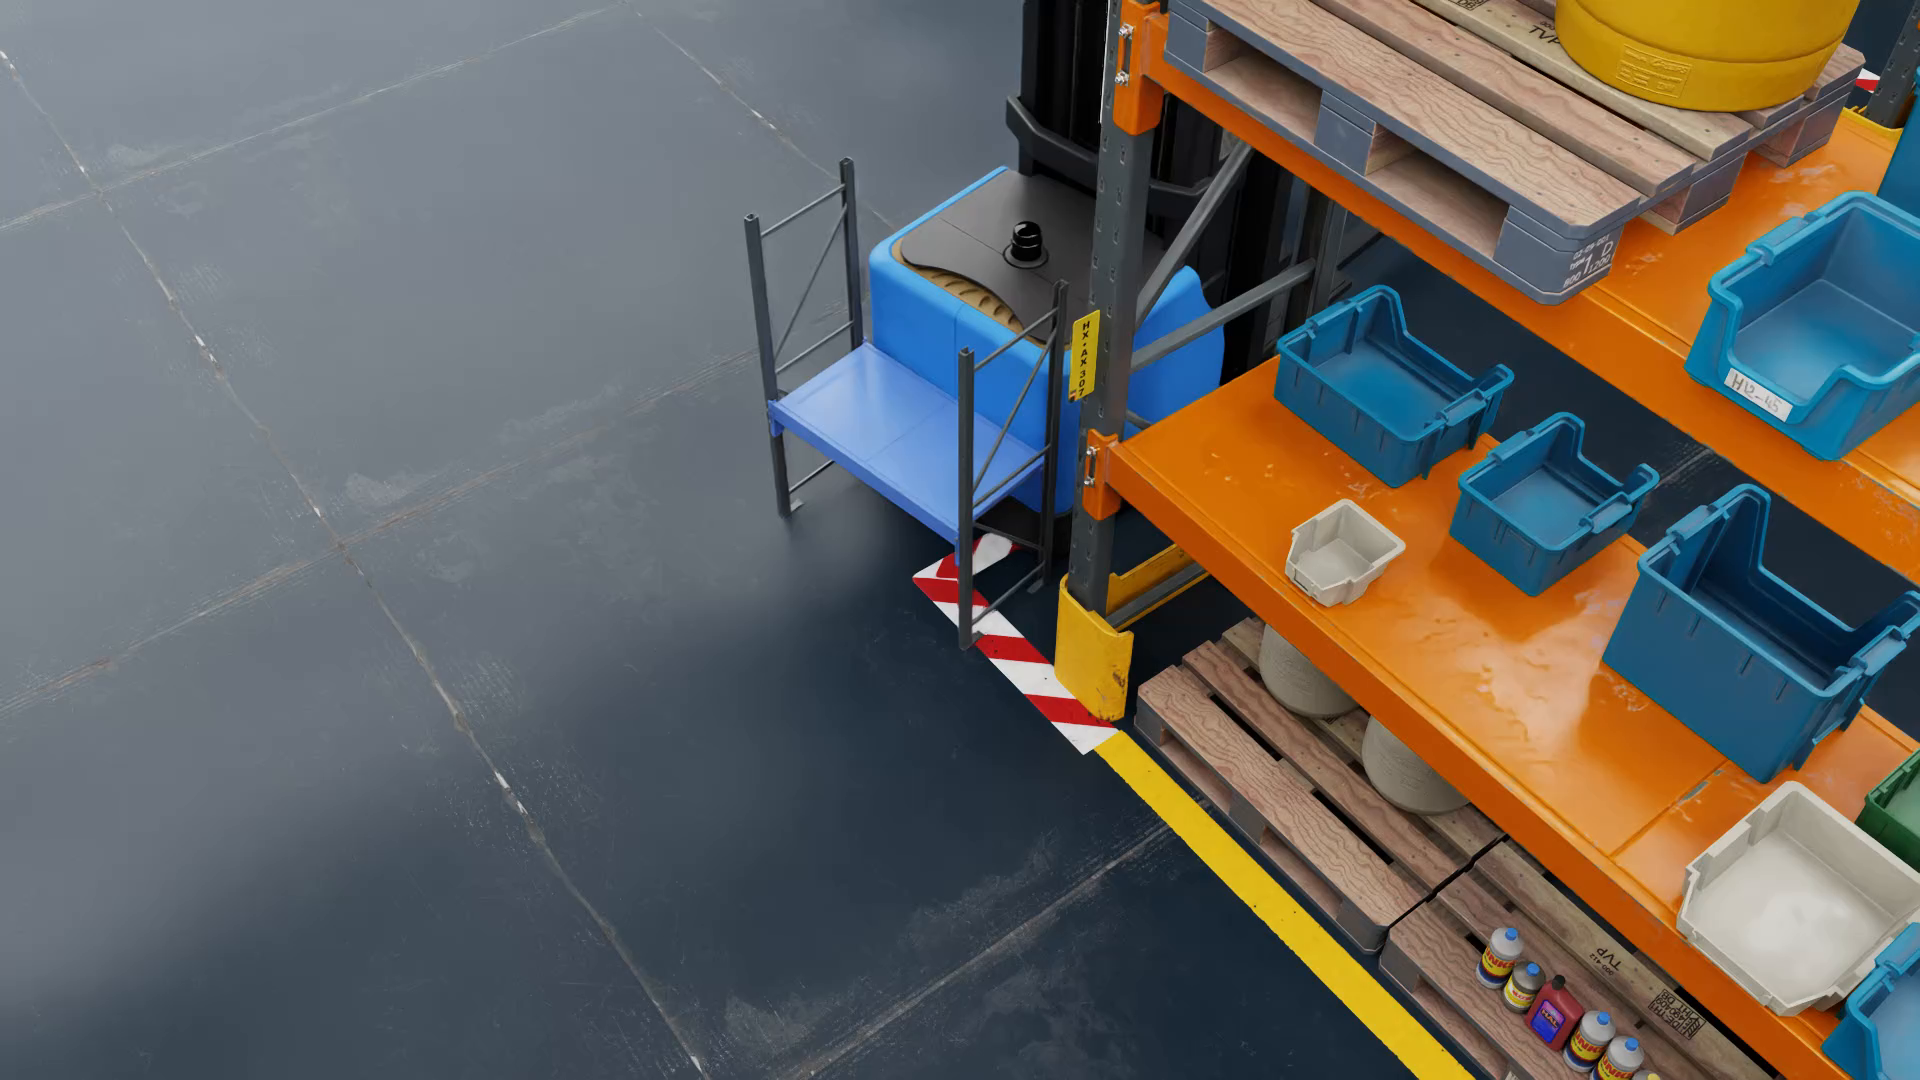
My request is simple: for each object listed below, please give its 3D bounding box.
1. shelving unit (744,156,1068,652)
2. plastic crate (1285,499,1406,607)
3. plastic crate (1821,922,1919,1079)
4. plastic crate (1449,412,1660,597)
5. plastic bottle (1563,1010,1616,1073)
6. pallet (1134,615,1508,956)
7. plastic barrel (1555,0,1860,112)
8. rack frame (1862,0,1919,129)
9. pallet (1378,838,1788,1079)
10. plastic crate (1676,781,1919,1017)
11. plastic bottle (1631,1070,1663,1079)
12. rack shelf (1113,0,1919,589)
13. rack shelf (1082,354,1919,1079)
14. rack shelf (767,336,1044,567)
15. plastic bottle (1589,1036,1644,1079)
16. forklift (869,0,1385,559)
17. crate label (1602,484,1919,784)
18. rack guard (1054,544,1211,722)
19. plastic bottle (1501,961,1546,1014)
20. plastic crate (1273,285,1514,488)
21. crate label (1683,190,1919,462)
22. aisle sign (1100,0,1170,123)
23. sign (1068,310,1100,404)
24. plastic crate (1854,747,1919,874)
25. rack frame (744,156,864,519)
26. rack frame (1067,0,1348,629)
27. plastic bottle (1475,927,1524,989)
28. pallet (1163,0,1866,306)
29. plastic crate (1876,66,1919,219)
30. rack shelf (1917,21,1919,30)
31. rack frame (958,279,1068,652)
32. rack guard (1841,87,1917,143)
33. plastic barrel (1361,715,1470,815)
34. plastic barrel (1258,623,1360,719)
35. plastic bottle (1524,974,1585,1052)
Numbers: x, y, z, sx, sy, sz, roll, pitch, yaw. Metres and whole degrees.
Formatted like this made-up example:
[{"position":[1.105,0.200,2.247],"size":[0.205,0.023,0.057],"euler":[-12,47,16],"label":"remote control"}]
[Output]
[{"position":[-0.194,-0.476,6.168],"size":[1.048,1.500,0.538],"euler":[35,57,27],"label":"shelving unit"},{"position":[1.102,0.057,4.851],"size":[0.298,0.136,0.250],"euler":[-29,54,-24],"label":"plastic crate"},{"position":[2.352,1.174,3.761],"size":[0.499,0.251,0.616],"euler":[-29,54,-24],"label":"plastic crate"},{"position":[1.746,-0.108,4.922],"size":[0.499,0.251,0.408],"euler":[-29,54,-24],"label":"plastic crate"},{"position":[1.873,1.476,4.931],"size":[0.097,0.271,0.097],"euler":[0,48,0],"label":"plastic bottle"},{"position":[1.387,0.738,5.938],"size":[1.003,0.211,1.213],"euler":[-29,54,-24],"label":"pallet"},{"position":[1.607,-1.301,3.468],"size":[0.600,0.588,0.600],"euler":[0,48,0],"label":"plastic barrel"},{"position":[4.760,-2.924,7.375],"size":[1.000,3.000,0.127],"euler":[-29,54,-24],"label":"rack frame"},{"position":[2.121,1.457,5.286],"size":[1.003,0.211,1.213],"euler":[-29,54,-24],"label":"pallet"},{"position":[2.053,0.899,4.087],"size":[0.530,0.136,0.437],"euler":[-29,54,-24],"label":"plastic crate"},{"position":[1.994,1.616,4.851],"size":[0.097,0.201,0.097],"euler":[0,48,0],"label":"plastic bottle"},{"position":[2.027,-0.291,3.449],"size":[1.077,0.370,4.000],"euler":[-29,54,-24],"label":"rack shelf"},{"position":[2.027,0.717,4.560],"size":[1.077,0.370,4.000],"euler":[-29,54,-24],"label":"rack shelf"},{"position":[-0.194,-0.355,6.301],"size":[1.000,0.185,0.538],"euler":[35,57,27],"label":"rack shelf"},{"position":[1.934,1.535,4.878],"size":[0.097,0.271,0.097],"euler":[0,48,0],"label":"plastic bottle"},{"position":[1.013,-1.909,6.501],"size":[1.130,2.935,3.031],"euler":[35,57,27],"label":"forklift"},{"position":[2.146,0.248,4.475],"size":[0.502,0.435,0.616],"euler":[-29,54,-24],"label":"crate label"},{"position":[0.899,0.159,6.267],"size":[1.175,0.500,0.348],"euler":[-29,54,-24],"label":"rack guard"},{"position":[1.728,1.358,5.085],"size":[0.097,0.201,0.097],"euler":[0,48,0],"label":"plastic bottle"},{"position":[1.357,-0.493,5.272],"size":[0.499,0.251,0.616],"euler":[-29,54,-24],"label":"plastic crate"},{"position":[1.686,-0.410,3.171],"size":[0.502,0.251,0.408],"euler":[-29,54,-24],"label":"crate label"},{"position":[0.539,-1.488,4.319],"size":[0.394,0.787,0.004],"euler":[-29,54,-24],"label":"aisle sign"},{"position":[0.375,-0.553,5.038],"size":[0.100,0.325,0.005],"euler":[-29,54,-24],"label":"sign"},{"position":[2.641,0.799,4.143],"size":[0.450,0.188,0.662],"euler":[-29,54,-24],"label":"plastic crate"},{"position":[-0.564,-0.734,6.402],"size":[0.032,1.500,0.500],"euler":[35,57,27],"label":"rack frame"},{"position":[0.816,-0.704,5.362],"size":[1.000,3.000,0.127],"euler":[-29,54,-24],"label":"rack frame"},{"position":[1.666,1.273,5.114],"size":[0.097,0.271,0.097],"euler":[0,48,0],"label":"plastic bottle"},{"position":[1.239,-1.116,3.839],"size":[1.003,0.211,1.213],"euler":[-29,54,-24],"label":"pallet"},{"position":[2.210,-0.717,3.360],"size":[0.392,0.384,0.575],"euler":[-29,54,-24],"label":"plastic crate"},{"position":[5.971,-1.503,6.572],"size":[1.077,0.370,4.000],"euler":[-29,54,-24],"label":"rack shelf"},{"position":[0.176,-0.218,5.934],"size":[0.032,1.500,0.500],"euler":[35,57,27],"label":"rack frame"},{"position":[4.746,-2.098,8.314],"size":[1.175,0.500,0.348],"euler":[-29,54,-24],"label":"rack guard"},{"position":[1.579,0.640,5.540],"size":[0.421,0.512,0.421],"euler":[0,48,0],"label":"plastic barrel"},{"position":[1.275,0.344,5.808],"size":[0.421,0.512,0.421],"euler":[0,48,0],"label":"plastic barrel"},{"position":[1.788,1.411,4.981],"size":[0.061,0.283,0.133],"euler":[-29,54,-23],"label":"plastic bottle"}]
